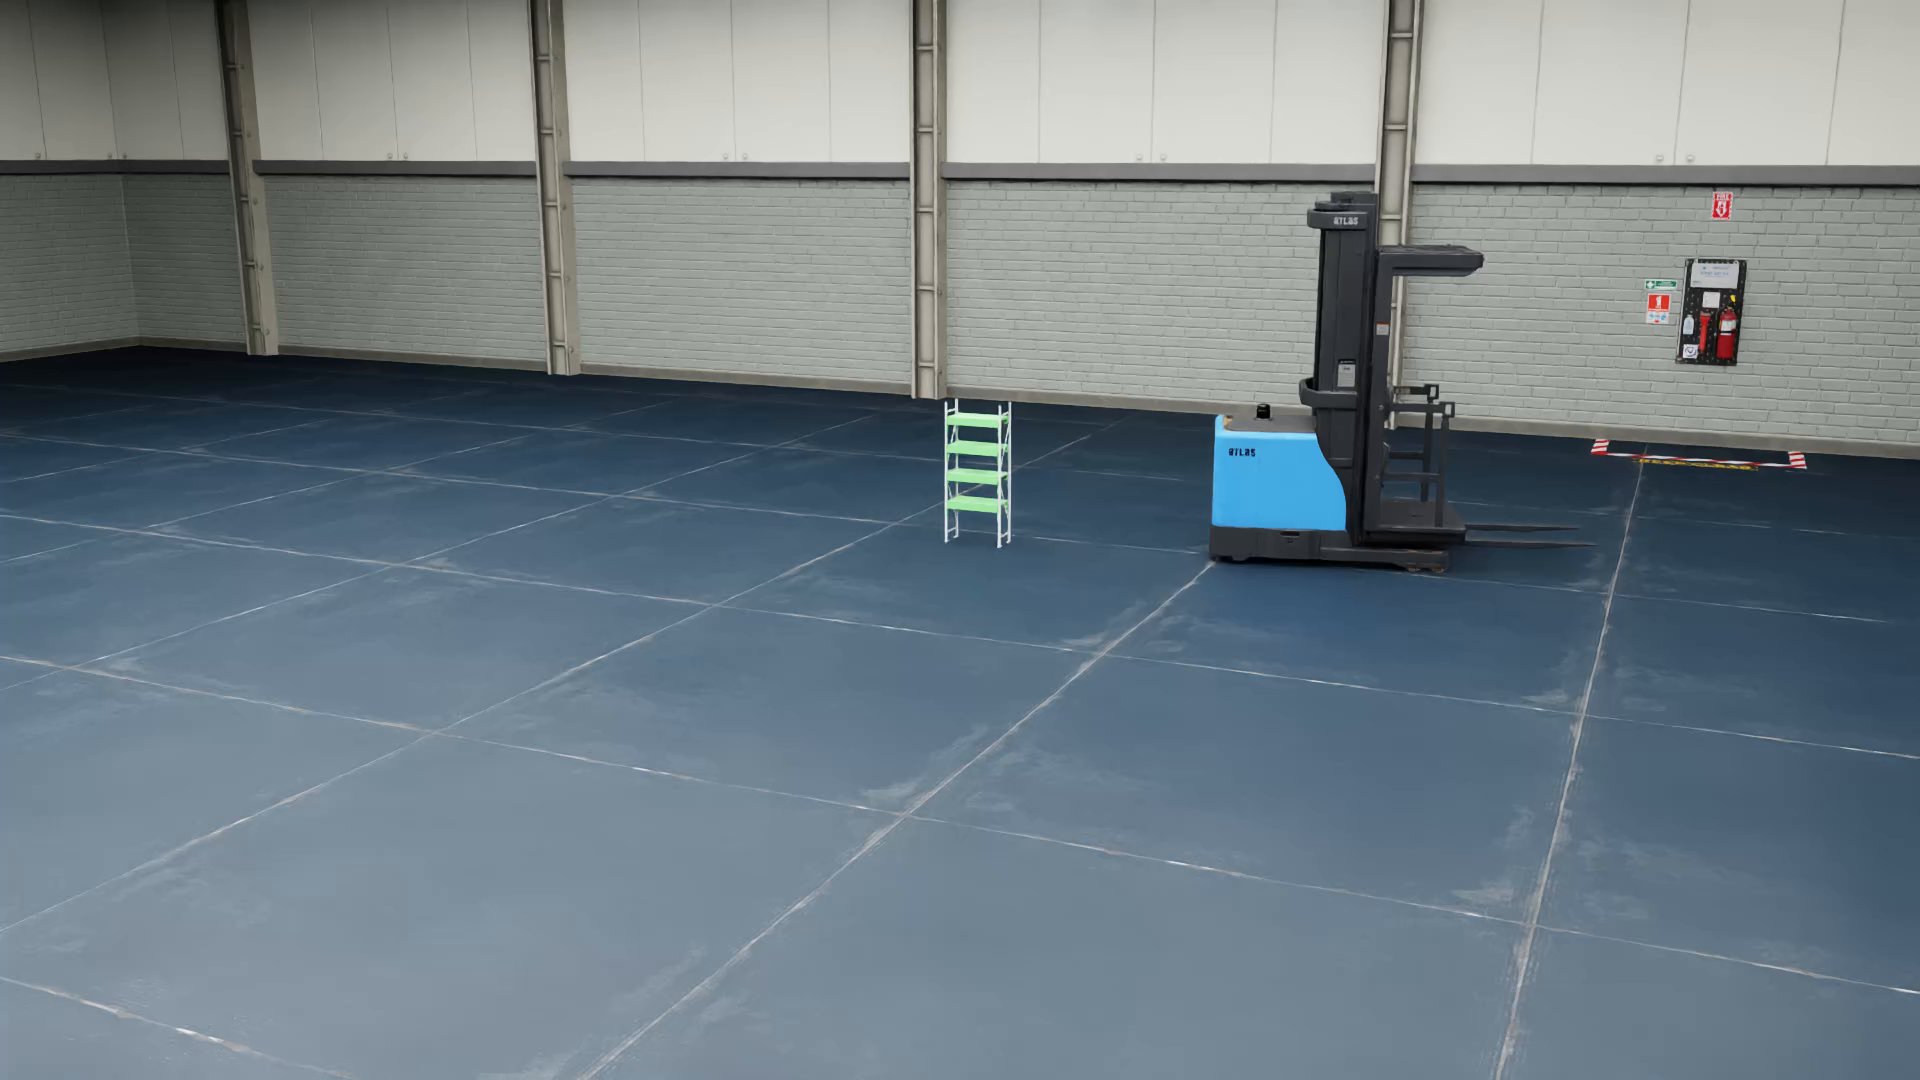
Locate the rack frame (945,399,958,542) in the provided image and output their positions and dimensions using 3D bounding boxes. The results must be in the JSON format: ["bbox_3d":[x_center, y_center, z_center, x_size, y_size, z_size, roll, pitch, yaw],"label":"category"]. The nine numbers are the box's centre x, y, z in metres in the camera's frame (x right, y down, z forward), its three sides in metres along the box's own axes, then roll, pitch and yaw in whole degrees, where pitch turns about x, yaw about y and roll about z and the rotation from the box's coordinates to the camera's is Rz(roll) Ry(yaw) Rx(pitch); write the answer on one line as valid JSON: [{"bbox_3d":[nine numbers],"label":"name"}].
[{"bbox_3d":[-0.072,-0.591,14.149,0.015,1.200,0.240,6,14,23],"label":"rack frame"}]

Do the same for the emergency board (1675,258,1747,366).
[{"bbox_3d":[8.315,-2.511,18.391,0.643,1.169,0.194,6,14,23],"label":"emergency board"}]

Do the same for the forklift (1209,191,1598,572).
[{"bbox_3d":[3.588,-1.300,13.380,3.031,2.935,1.130,2,13,9],"label":"forklift"}]

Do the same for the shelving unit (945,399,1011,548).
[{"bbox_3d":[0.151,-0.569,14.052,0.503,1.200,0.258,6,14,23],"label":"shelving unit"}]

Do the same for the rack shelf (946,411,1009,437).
[{"bbox_3d":[0.151,-0.974,13.957,0.480,0.148,0.258,6,14,23],"label":"rack shelf"}]

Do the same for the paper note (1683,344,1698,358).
[{"bbox_3d":[8.181,-2.113,18.623,0.142,0.148,0.016,6,14,23],"label":"paper note"}]

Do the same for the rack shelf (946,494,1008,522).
[{"bbox_3d":[0.151,-0.273,14.122,0.480,0.148,0.258,6,14,23],"label":"rack shelf"}]

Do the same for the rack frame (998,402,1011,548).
[{"bbox_3d":[0.374,-0.546,13.956,0.015,1.200,0.240,6,14,23],"label":"rack frame"}]

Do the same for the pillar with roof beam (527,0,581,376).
[{"bbox_3d":[-7.643,-5.962,19.964,0.400,9.000,9.100,6,14,23],"label":"pillar with roof beam"}]

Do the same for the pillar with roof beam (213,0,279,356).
[{"bbox_3d":[-13.128,-6.517,22.330,0.400,9.000,9.100,6,14,23],"label":"pillar with roof beam"}]

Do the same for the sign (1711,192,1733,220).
[{"bbox_3d":[8.347,-3.662,18.218,0.199,0.298,0.001,6,14,23],"label":"sign"}]

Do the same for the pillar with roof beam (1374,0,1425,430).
[{"bbox_3d":[3.329,-4.851,15.232,0.400,9.000,9.100,6,14,23],"label":"pillar with roof beam"}]

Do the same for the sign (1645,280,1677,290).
[{"bbox_3d":[7.851,-2.857,18.627,0.331,0.109,0.001,6,14,23],"label":"sign"}]

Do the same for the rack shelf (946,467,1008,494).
[{"bbox_3d":[0.151,-0.507,14.067,0.480,0.148,0.258,6,14,23],"label":"rack shelf"}]

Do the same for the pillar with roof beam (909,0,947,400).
[{"bbox_3d":[-2.157,-5.407,17.598,0.400,9.000,9.100,6,14,23],"label":"pillar with roof beam"}]

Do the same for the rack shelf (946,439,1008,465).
[{"bbox_3d":[0.151,-0.740,14.012,0.480,0.148,0.258,6,14,23],"label":"rack shelf"}]

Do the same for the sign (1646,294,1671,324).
[{"bbox_3d":[7.851,-2.601,18.697,0.234,0.329,0.001,6,14,23],"label":"sign"}]
